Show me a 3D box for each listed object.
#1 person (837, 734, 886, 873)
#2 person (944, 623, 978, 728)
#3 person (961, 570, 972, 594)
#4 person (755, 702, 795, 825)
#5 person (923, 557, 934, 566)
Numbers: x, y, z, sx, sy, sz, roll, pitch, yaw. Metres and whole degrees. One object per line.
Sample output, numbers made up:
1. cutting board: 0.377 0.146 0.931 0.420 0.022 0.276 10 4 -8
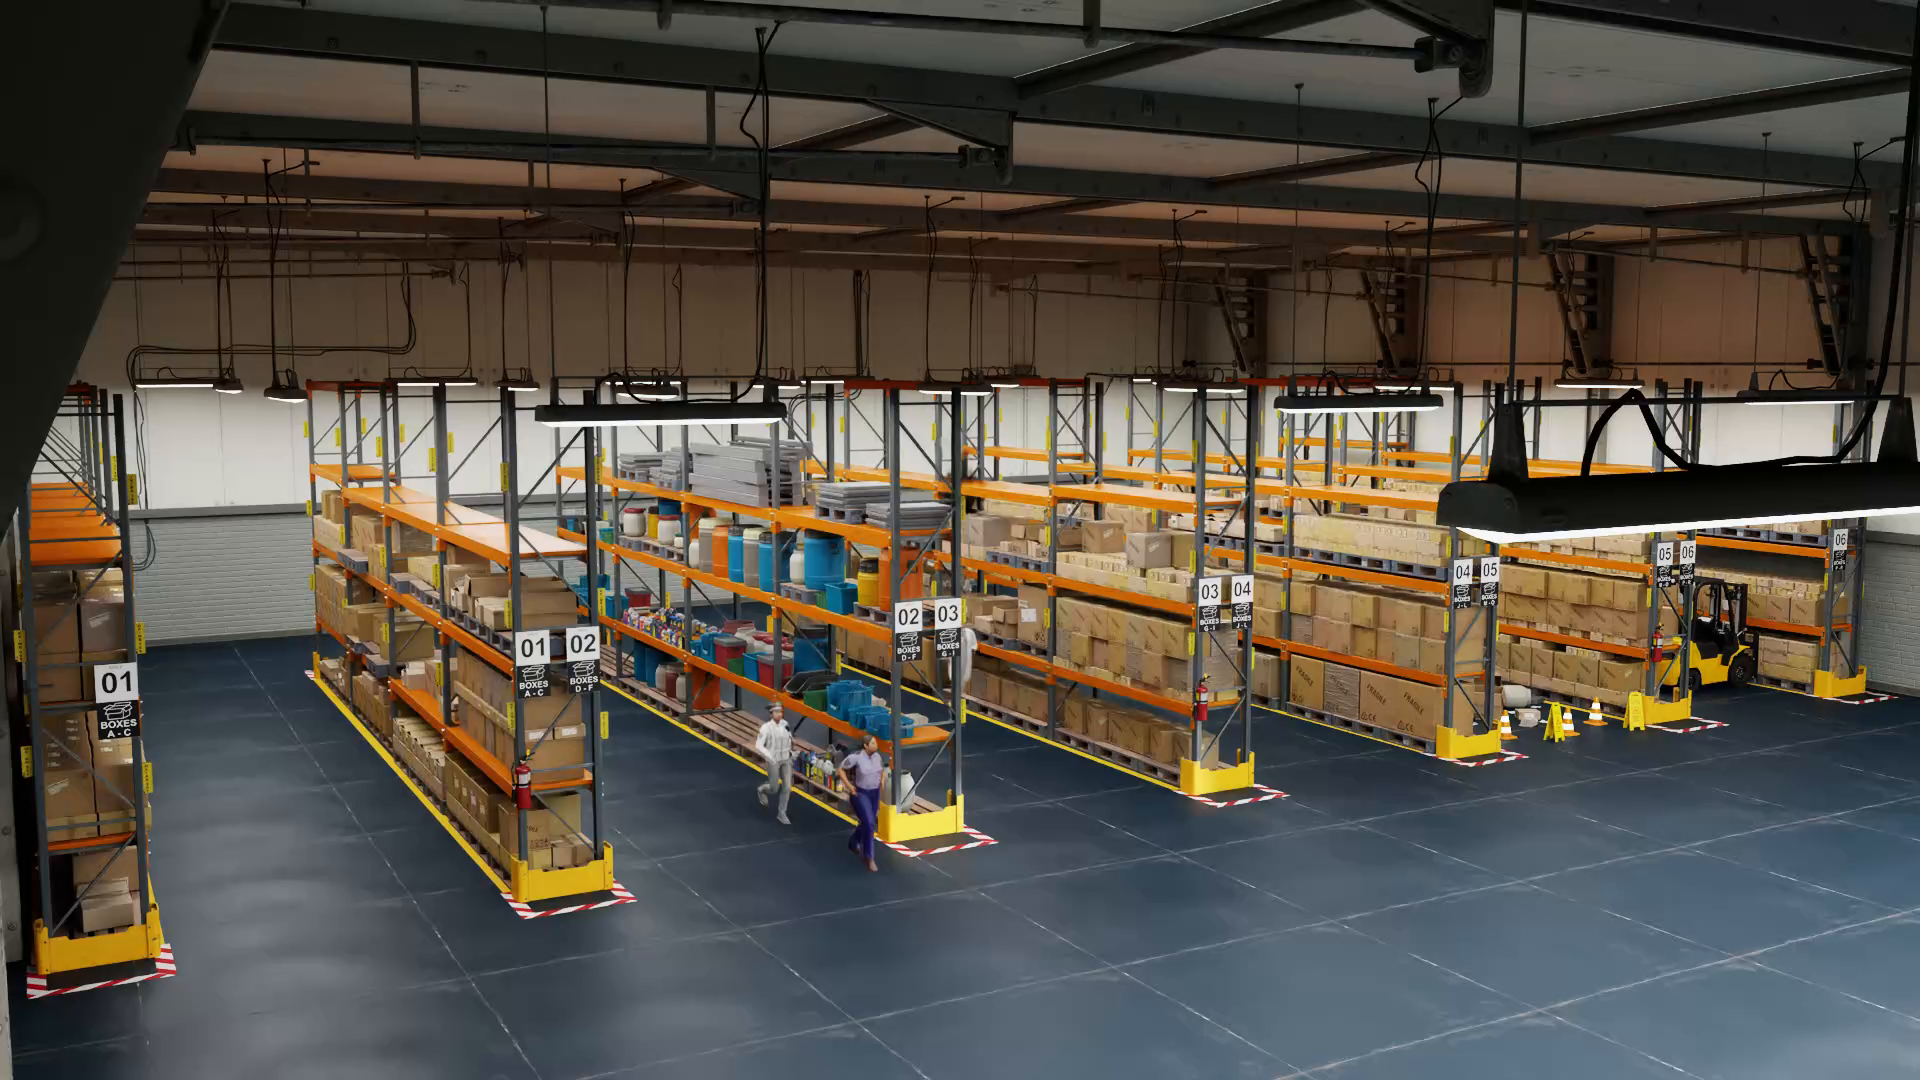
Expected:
1. person: -1.176 3.291 21.057 0.794 1.688 0.607 6 8 43
2. person: 0.002 2.199 28.194 0.690 1.903 0.741 -3 7 -29
3. person: 0.041 1.486 38.119 0.549 1.629 0.849 -3 7 -23
4. person: -2.549 3.061 23.112 0.617 1.682 0.725 -4 7 -34
5. person: -0.895 1.141 40.606 0.713 1.792 0.812 3 7 25
